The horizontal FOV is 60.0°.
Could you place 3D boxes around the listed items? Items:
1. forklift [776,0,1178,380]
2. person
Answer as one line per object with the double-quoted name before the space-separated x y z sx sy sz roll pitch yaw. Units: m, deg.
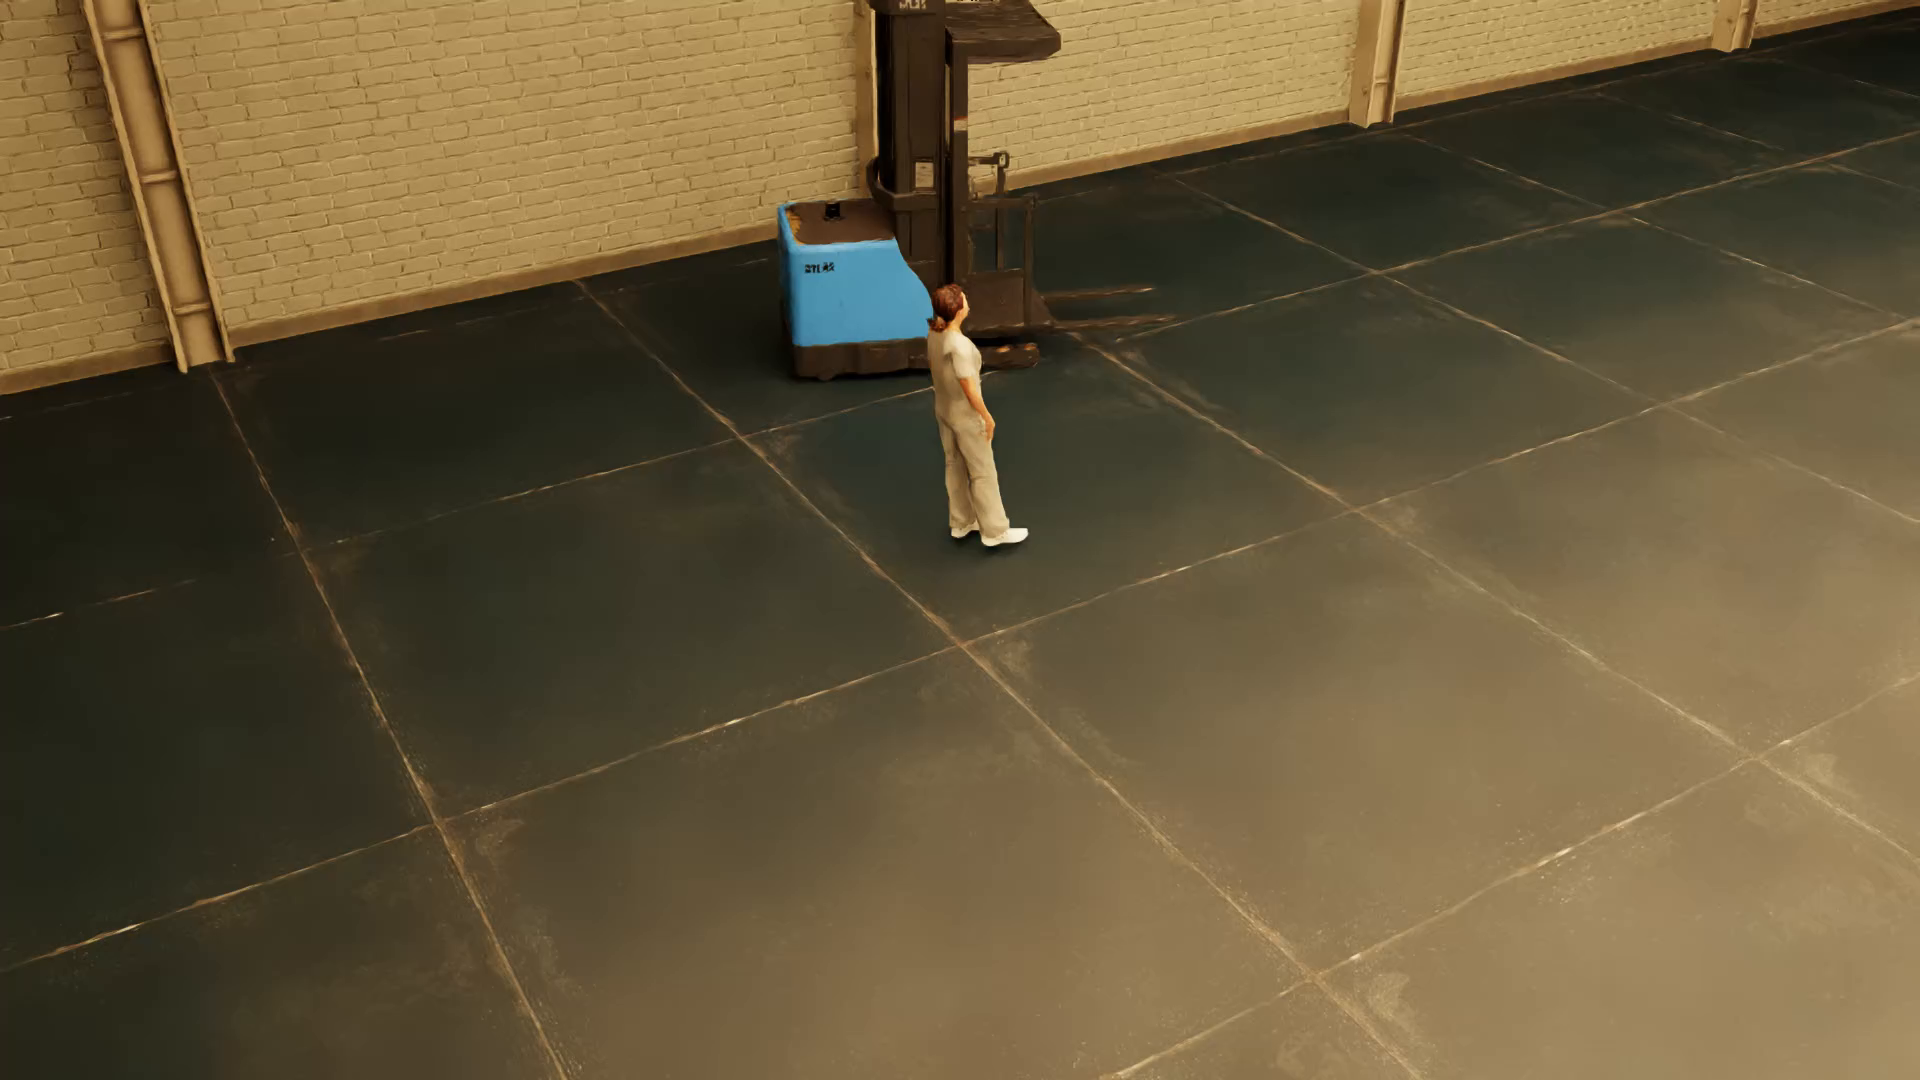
"forklift" 0.151 -2.820 12.356 3.031 2.935 1.130 -6 31 -9
"person" 0.076 -0.770 10.074 0.534 1.662 0.550 -17 35 -26
